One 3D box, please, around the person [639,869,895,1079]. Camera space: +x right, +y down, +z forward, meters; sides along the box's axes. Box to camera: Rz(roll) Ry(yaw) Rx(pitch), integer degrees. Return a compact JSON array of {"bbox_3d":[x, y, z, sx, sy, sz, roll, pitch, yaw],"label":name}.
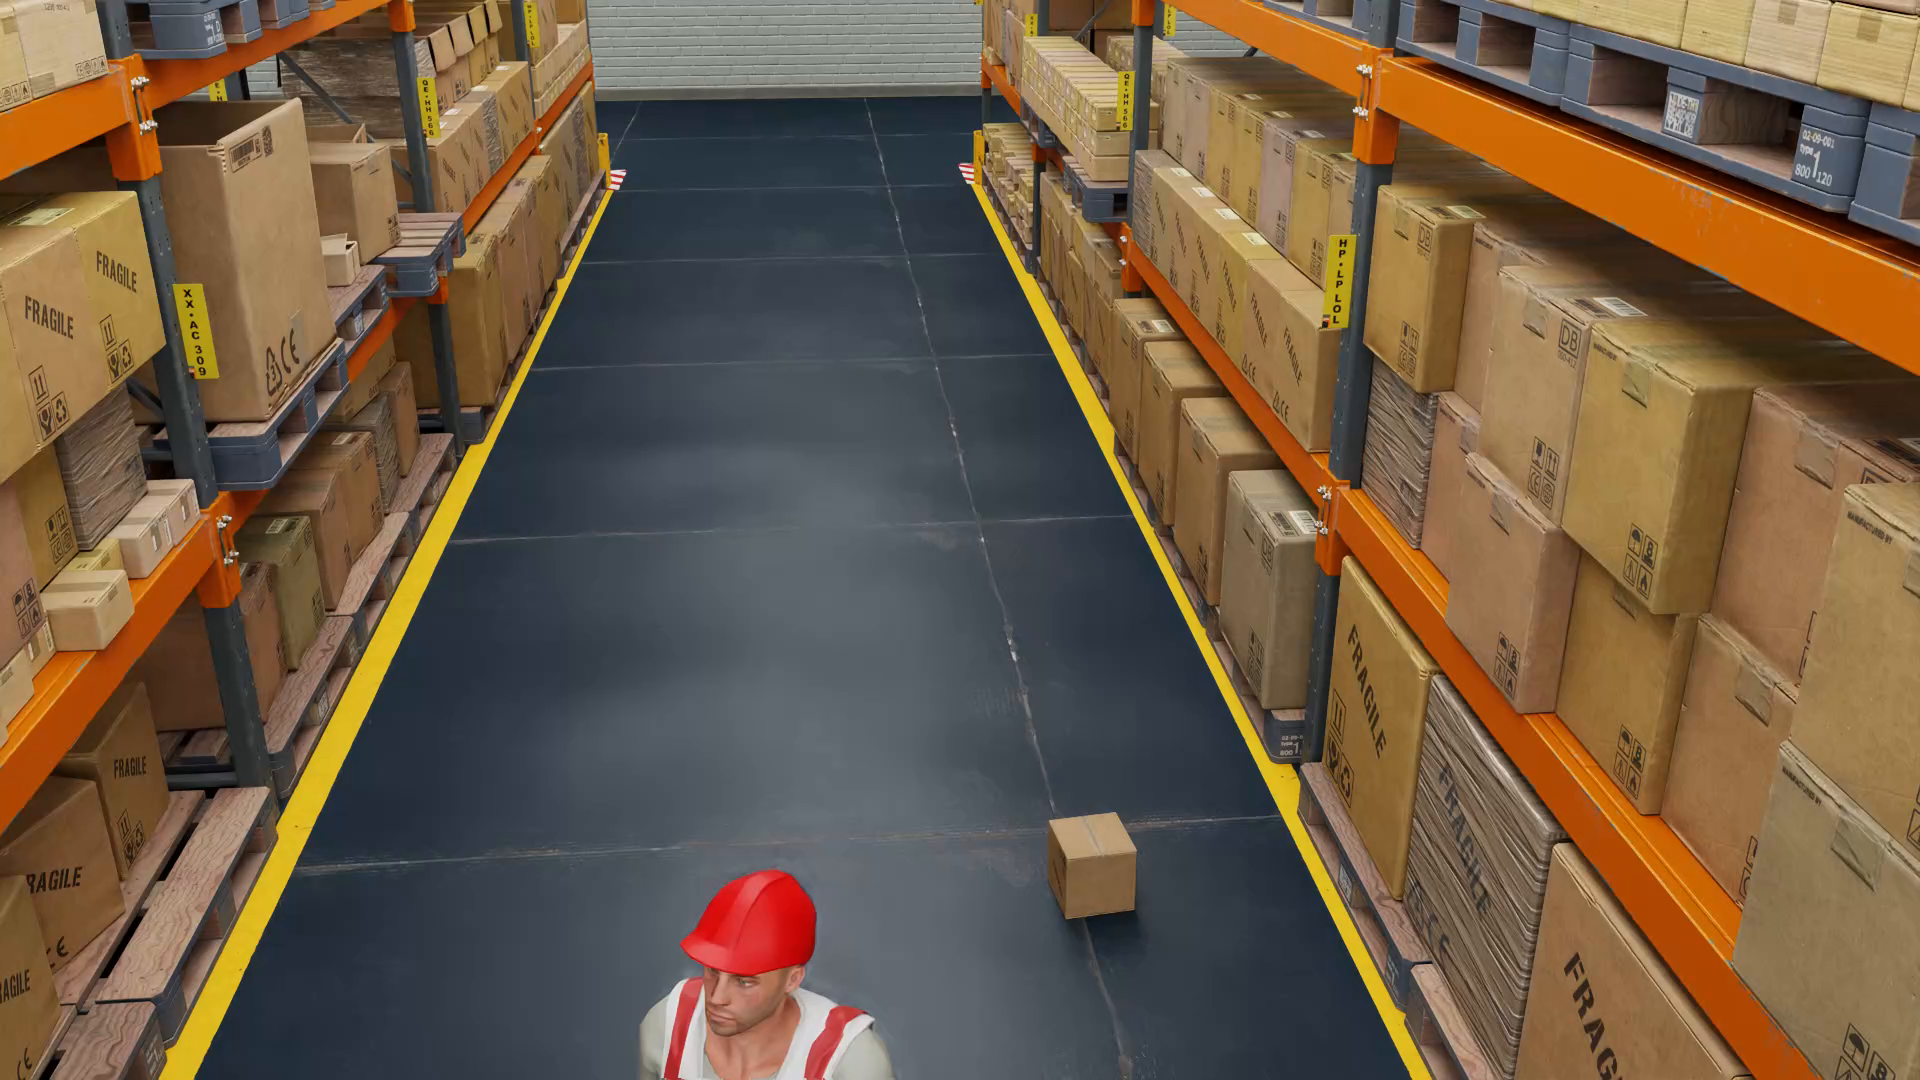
[{"bbox_3d":[-0.385,1.456,3.212,0.529,1.829,0.491,5,24,11],"label":"person"}]
